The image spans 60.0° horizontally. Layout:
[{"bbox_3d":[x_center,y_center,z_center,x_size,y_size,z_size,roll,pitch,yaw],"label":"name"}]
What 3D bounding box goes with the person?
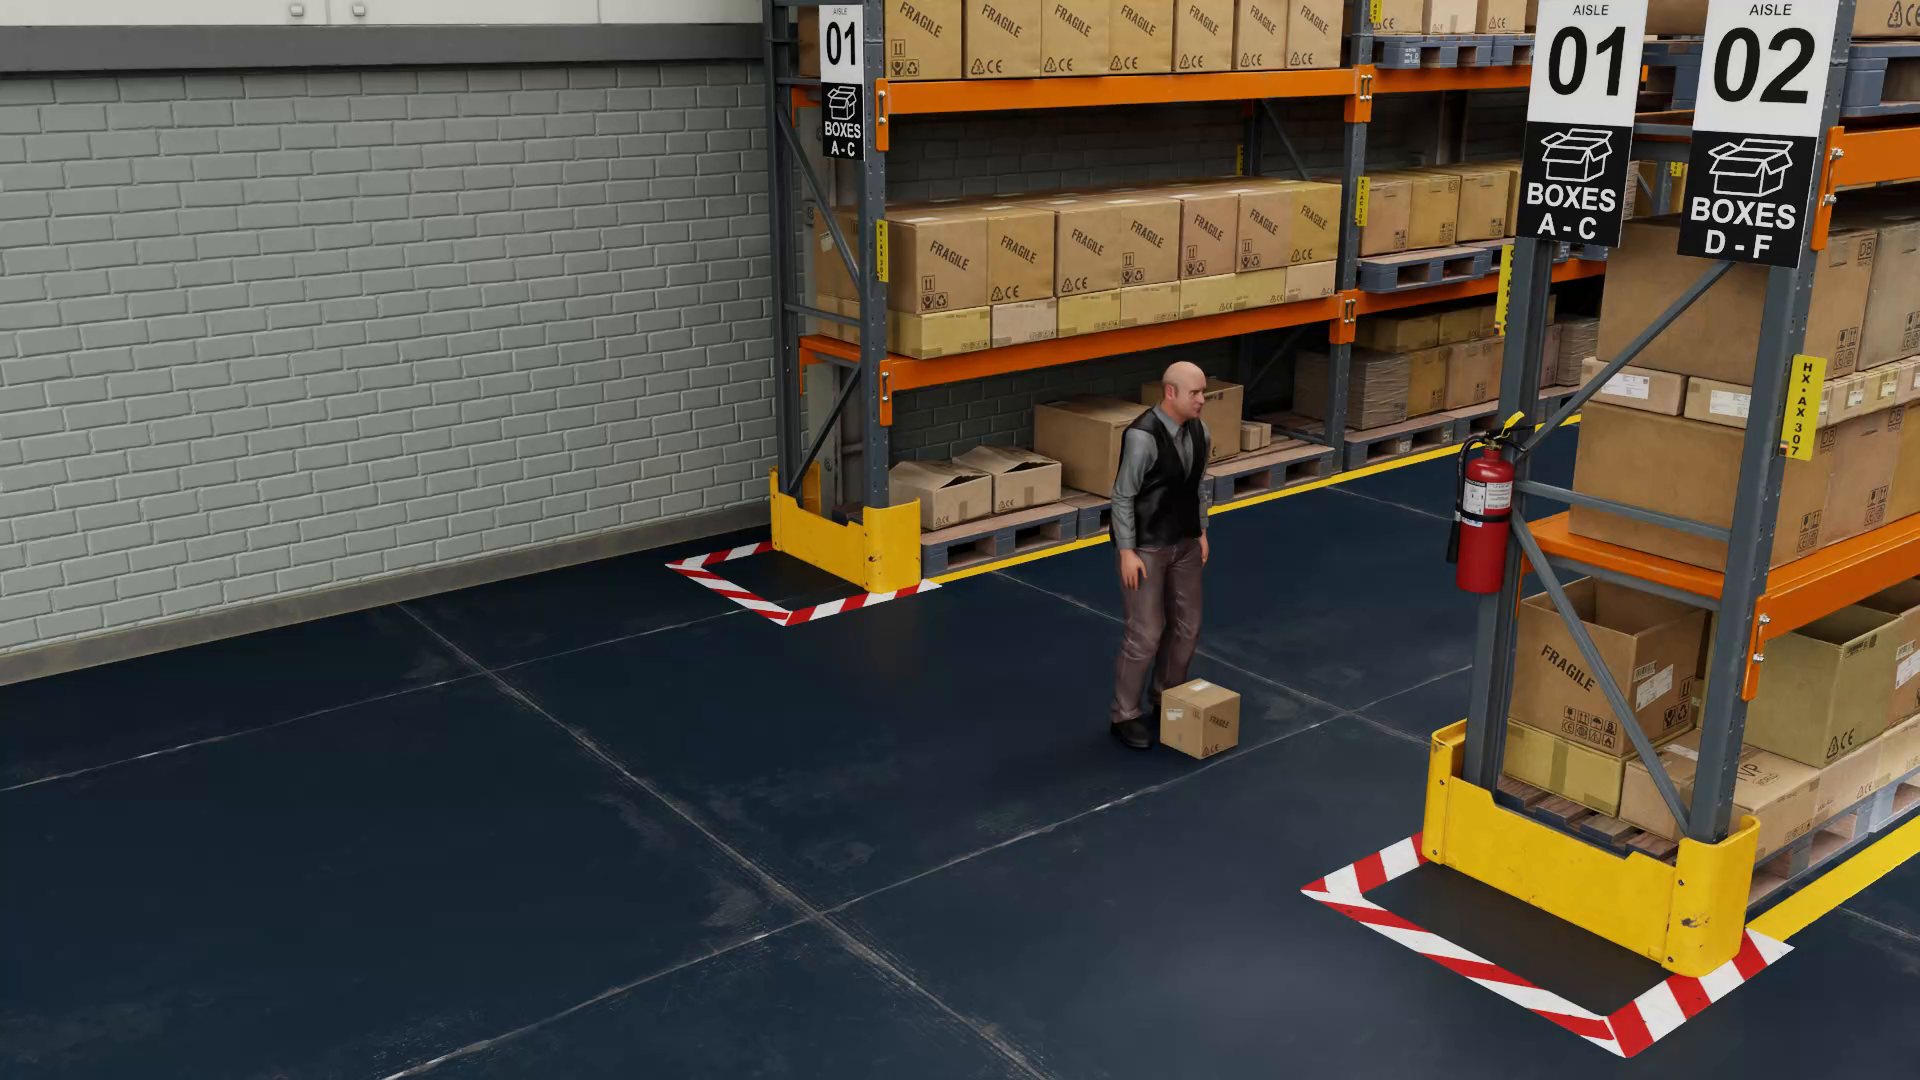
[{"bbox_3d":[0.901,0.037,7.475,0.581,1.719,0.425,-15,23,-39],"label":"person"}]
